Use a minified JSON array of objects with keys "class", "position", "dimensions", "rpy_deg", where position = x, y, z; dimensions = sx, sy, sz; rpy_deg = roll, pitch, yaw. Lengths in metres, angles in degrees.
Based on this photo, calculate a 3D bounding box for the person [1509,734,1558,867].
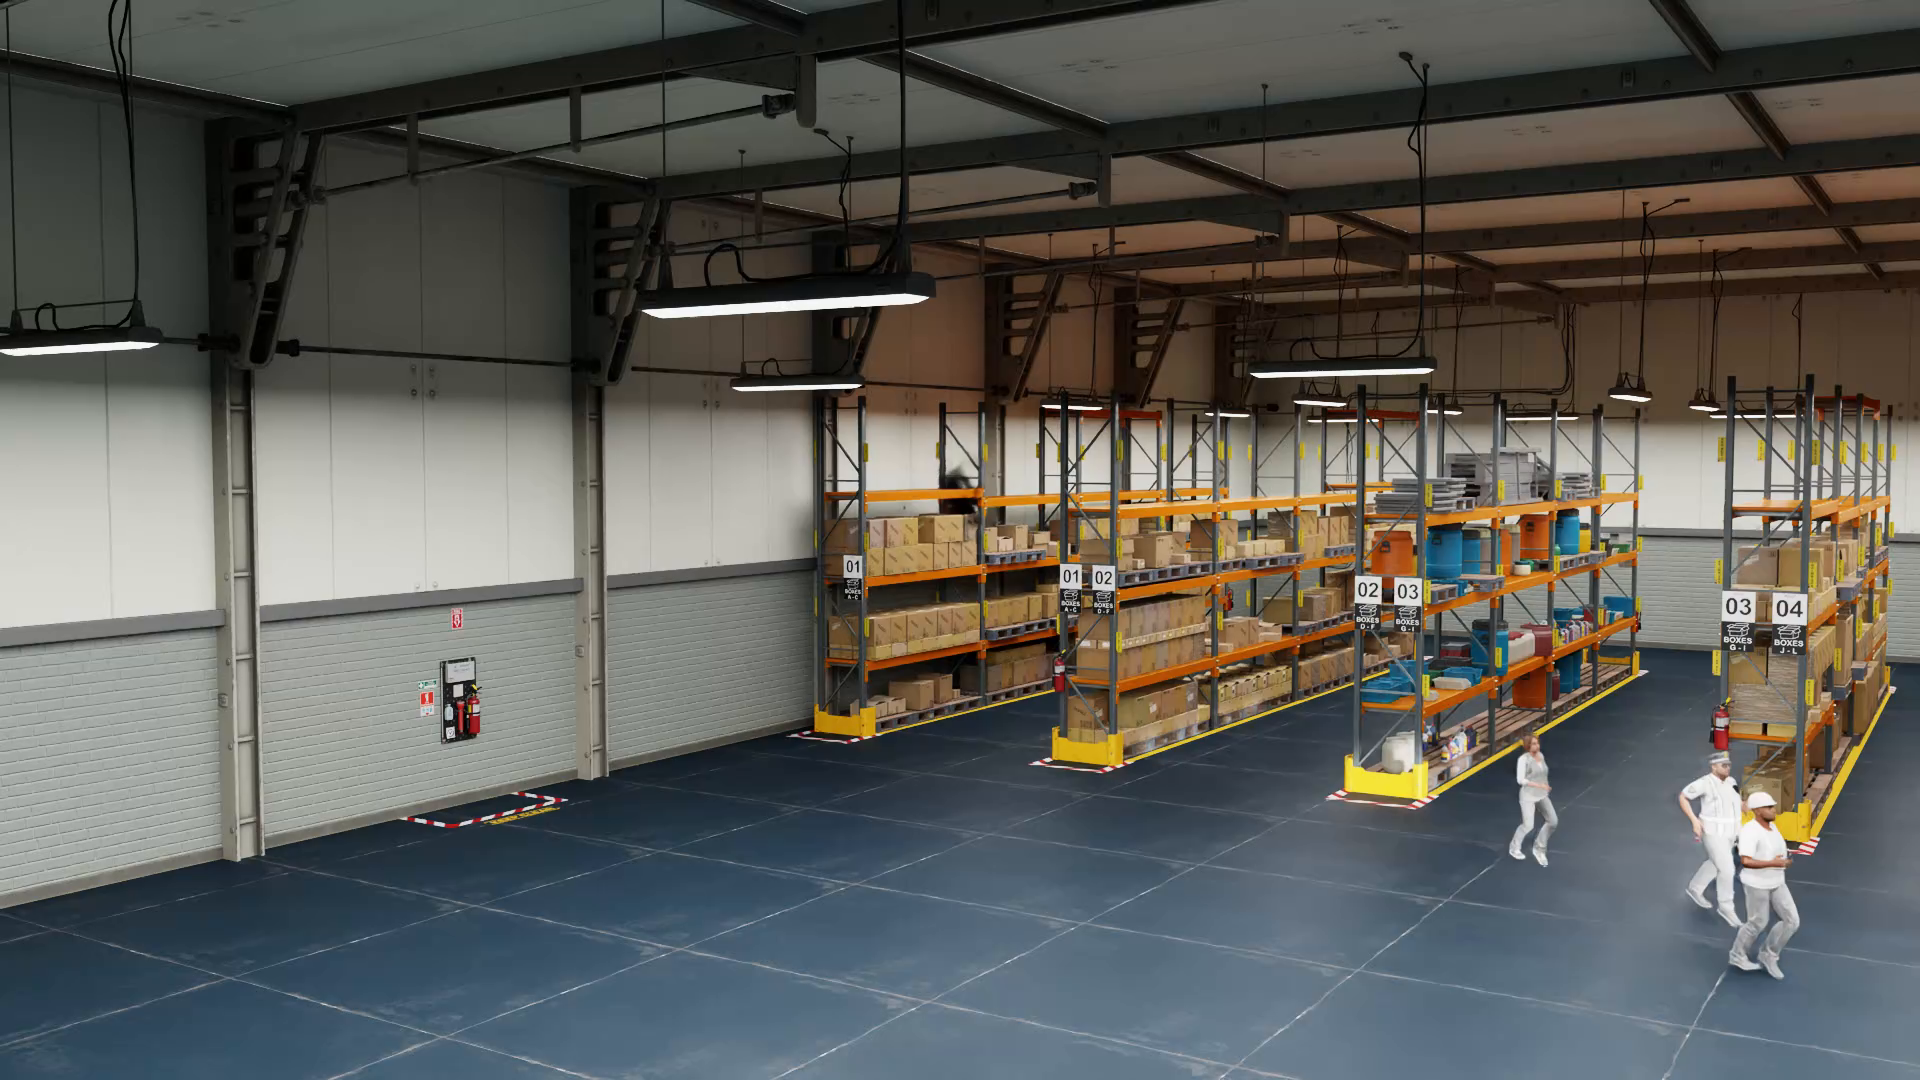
[{"class":"person","position":[6.971,3.164,20.206],"dimensions":[0.543,1.576,0.672],"rpy_deg":[-1,3,-23]}]

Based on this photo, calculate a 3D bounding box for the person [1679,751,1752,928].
[{"class":"person","position":[8.140,3.172,17.866],"dimensions":[0.635,1.839,0.819],"rpy_deg":[-2,3,-30]}]

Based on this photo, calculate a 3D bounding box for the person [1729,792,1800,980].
[{"class":"person","position":[7.666,3.296,15.807],"dimensions":[0.659,1.795,0.683],"rpy_deg":[-2,4,-32]}]
